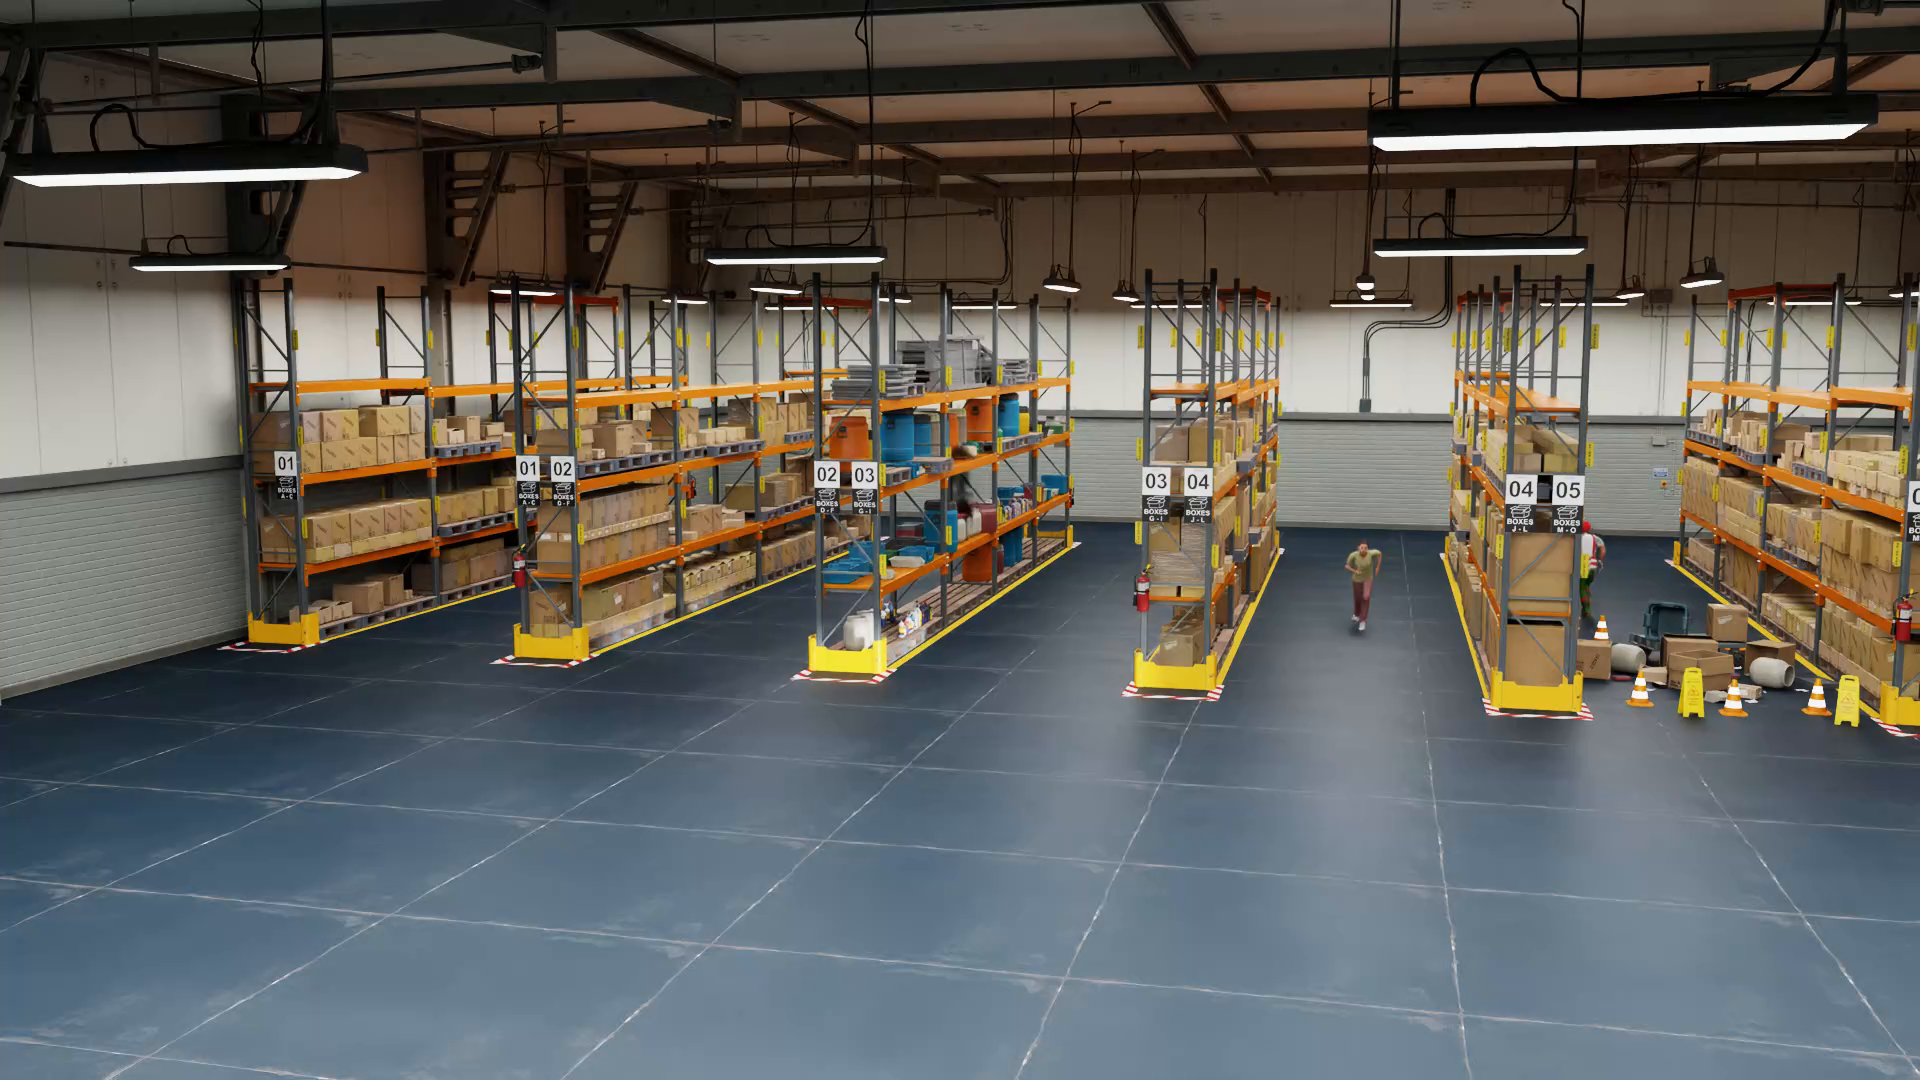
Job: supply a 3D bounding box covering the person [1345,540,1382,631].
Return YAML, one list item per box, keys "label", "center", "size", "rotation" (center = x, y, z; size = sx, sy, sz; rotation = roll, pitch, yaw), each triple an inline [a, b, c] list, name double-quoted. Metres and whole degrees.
- label: "person"
  center: [7.038, 0.757, 29.114]
  size: [0.624, 1.623, 0.943]
  rotation: [1, 7, 7]

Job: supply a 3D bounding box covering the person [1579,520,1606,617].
- label: "person"
  center: [11.305, 0.535, 30.079]
  size: [0.606, 1.790, 0.809]
  rotation: [0, 7, 3]
